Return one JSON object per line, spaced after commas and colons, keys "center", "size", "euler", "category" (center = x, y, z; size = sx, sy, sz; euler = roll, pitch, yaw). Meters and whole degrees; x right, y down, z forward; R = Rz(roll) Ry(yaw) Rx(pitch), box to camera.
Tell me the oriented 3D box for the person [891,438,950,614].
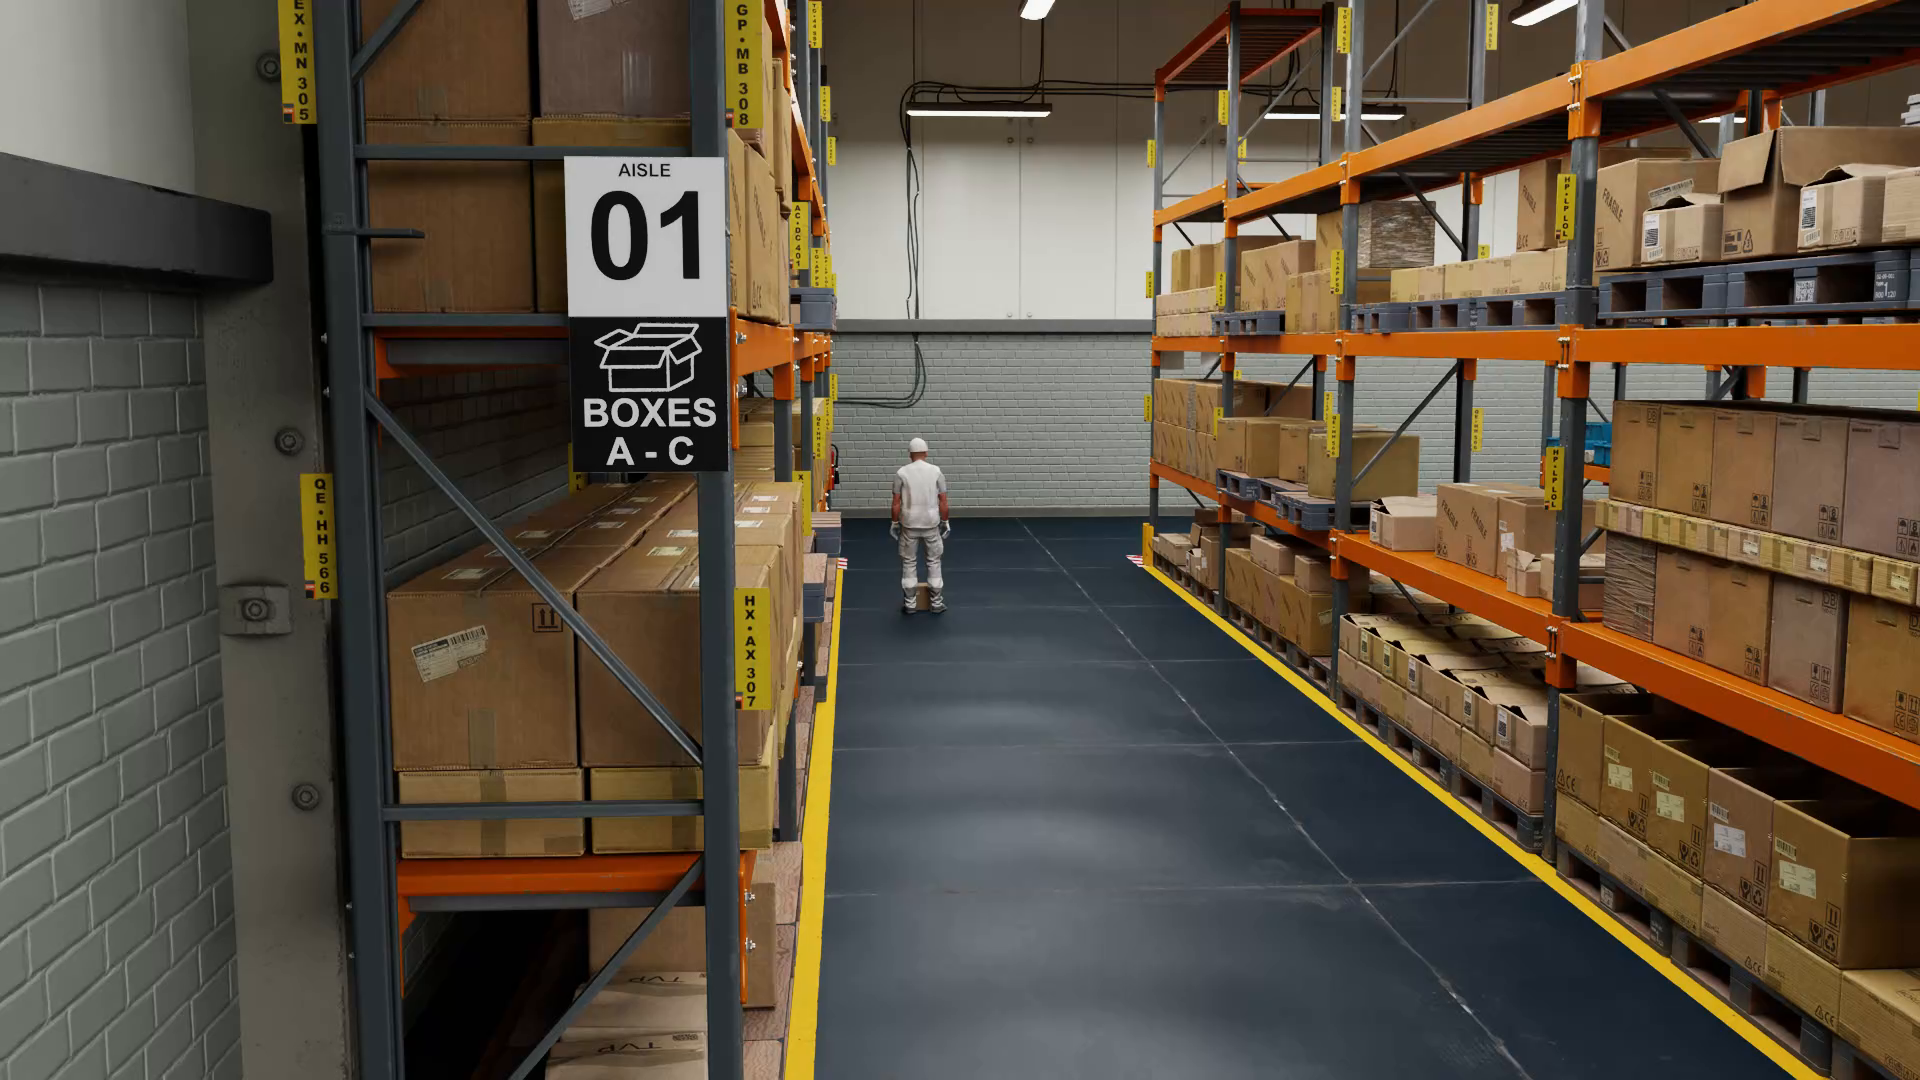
{"center": [-0.402, -0.145, 16.901], "size": [0.608, 1.779, 0.450], "euler": [0, 7, -3], "category": "person"}
